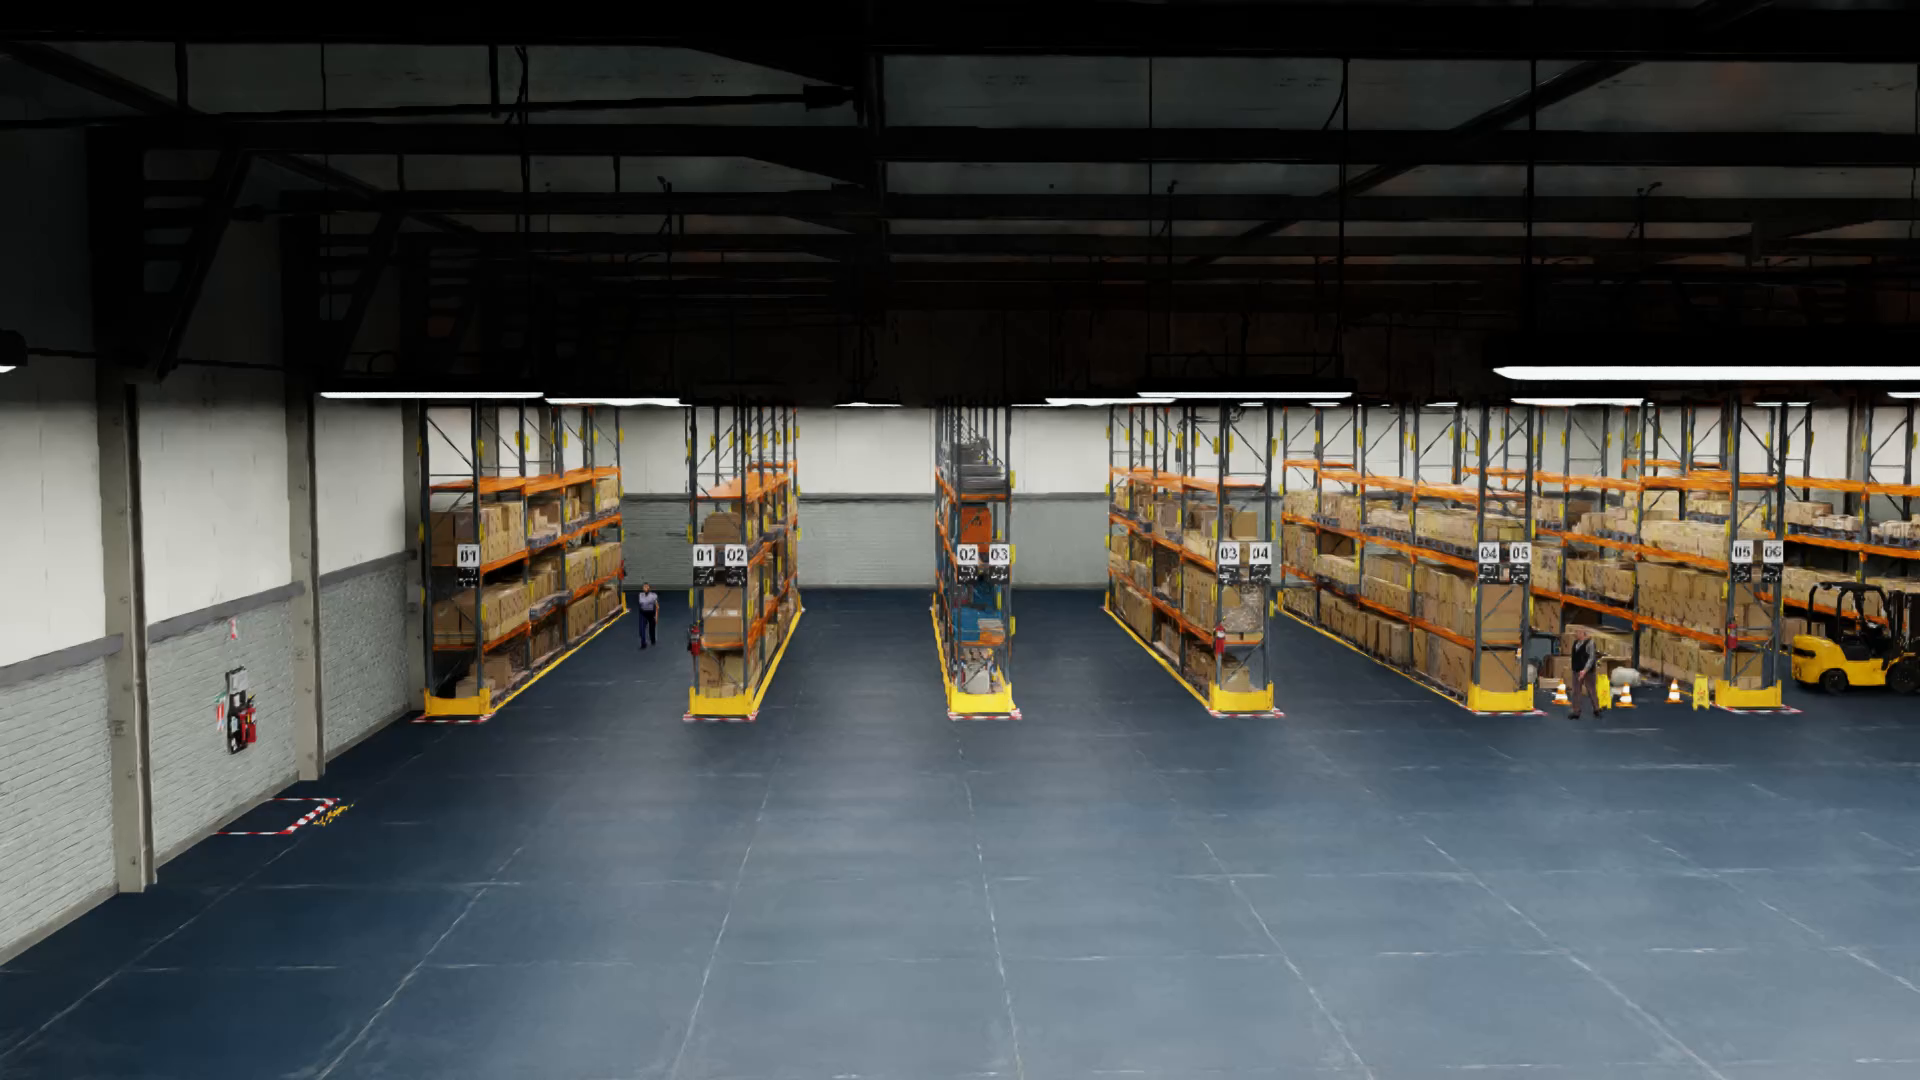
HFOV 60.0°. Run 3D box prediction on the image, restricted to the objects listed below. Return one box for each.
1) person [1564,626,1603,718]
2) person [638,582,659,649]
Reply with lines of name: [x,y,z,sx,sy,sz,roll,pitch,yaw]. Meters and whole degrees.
person: [11.579,2.447,30.837,0.700,1.718,0.555,-3,5,-29]
person: [-7.456,1.805,39.811,0.493,1.563,0.991,0,5,-3]
